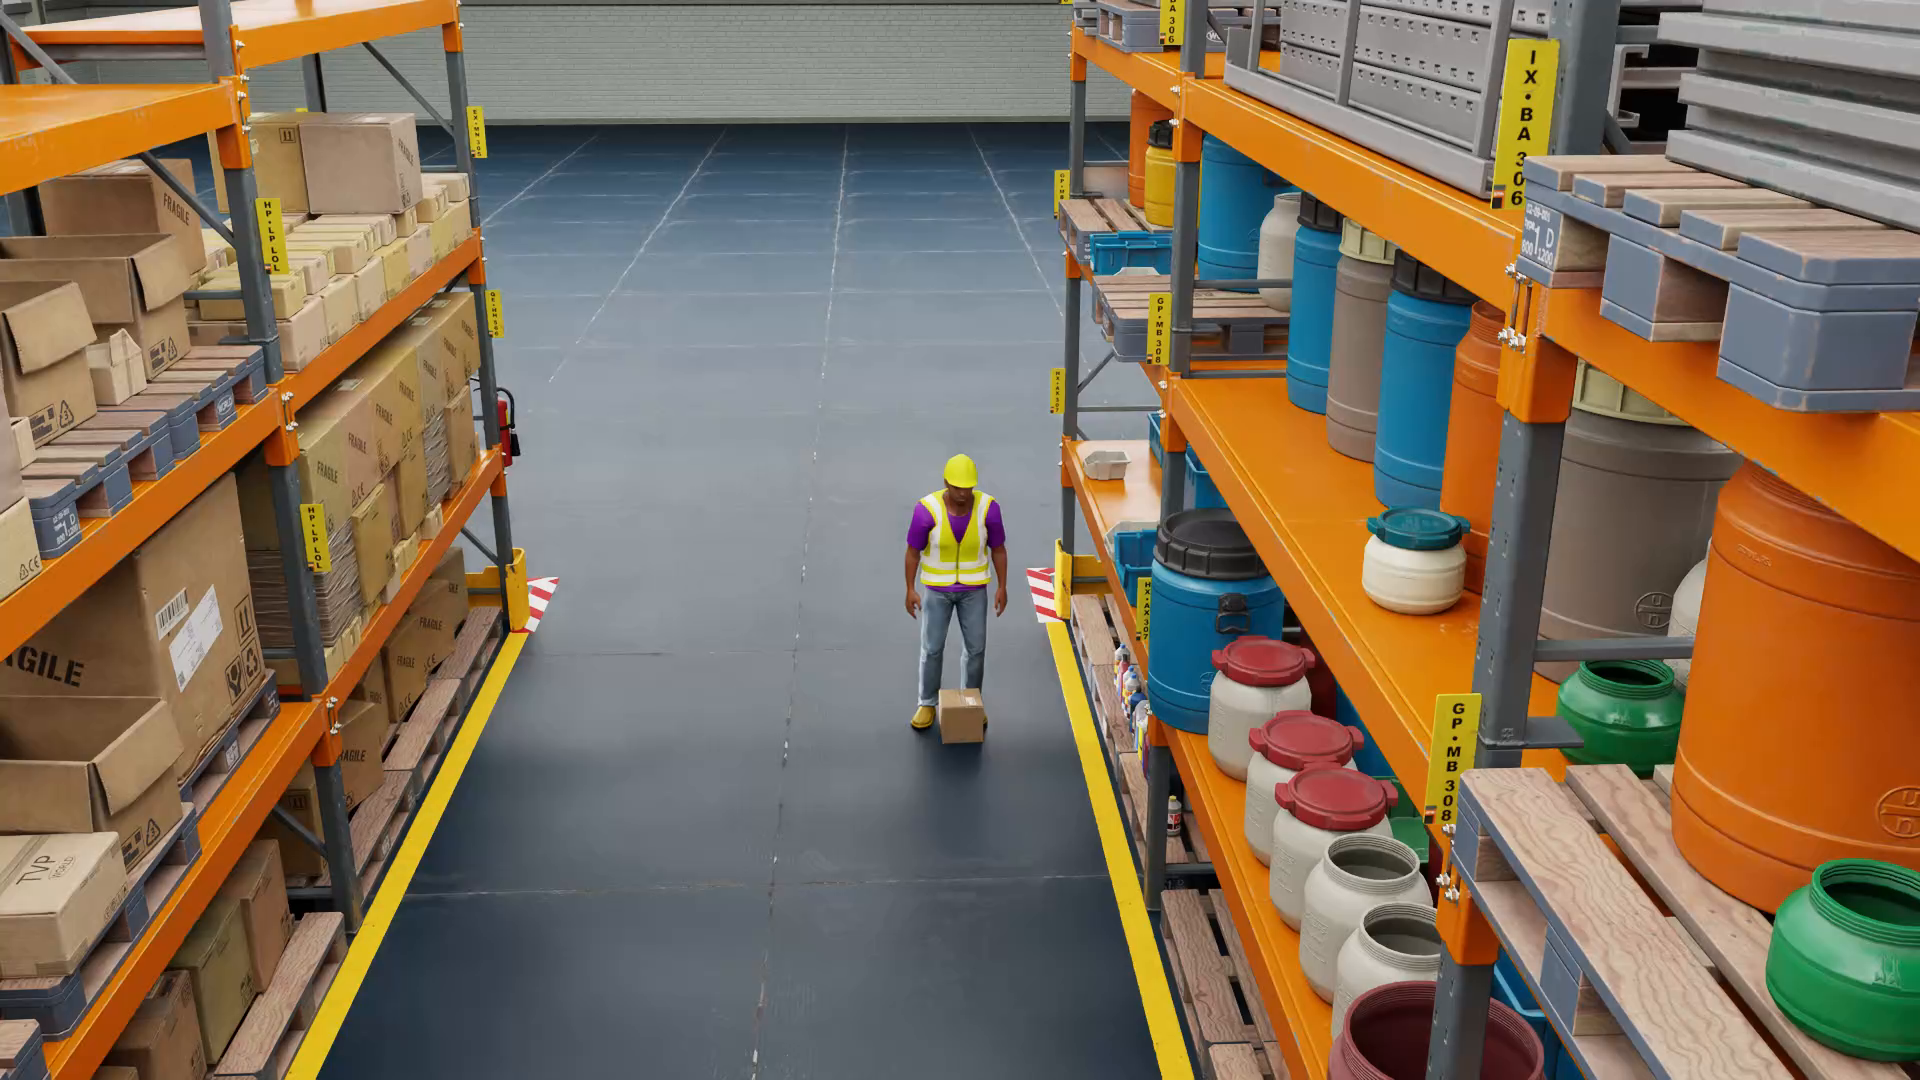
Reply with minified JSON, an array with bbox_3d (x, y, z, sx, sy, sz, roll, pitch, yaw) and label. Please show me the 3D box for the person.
[{"bbox_3d":[-0.023,0.304,10.226,0.638,1.761,0.458,-2,20,-5],"label":"person"}]
